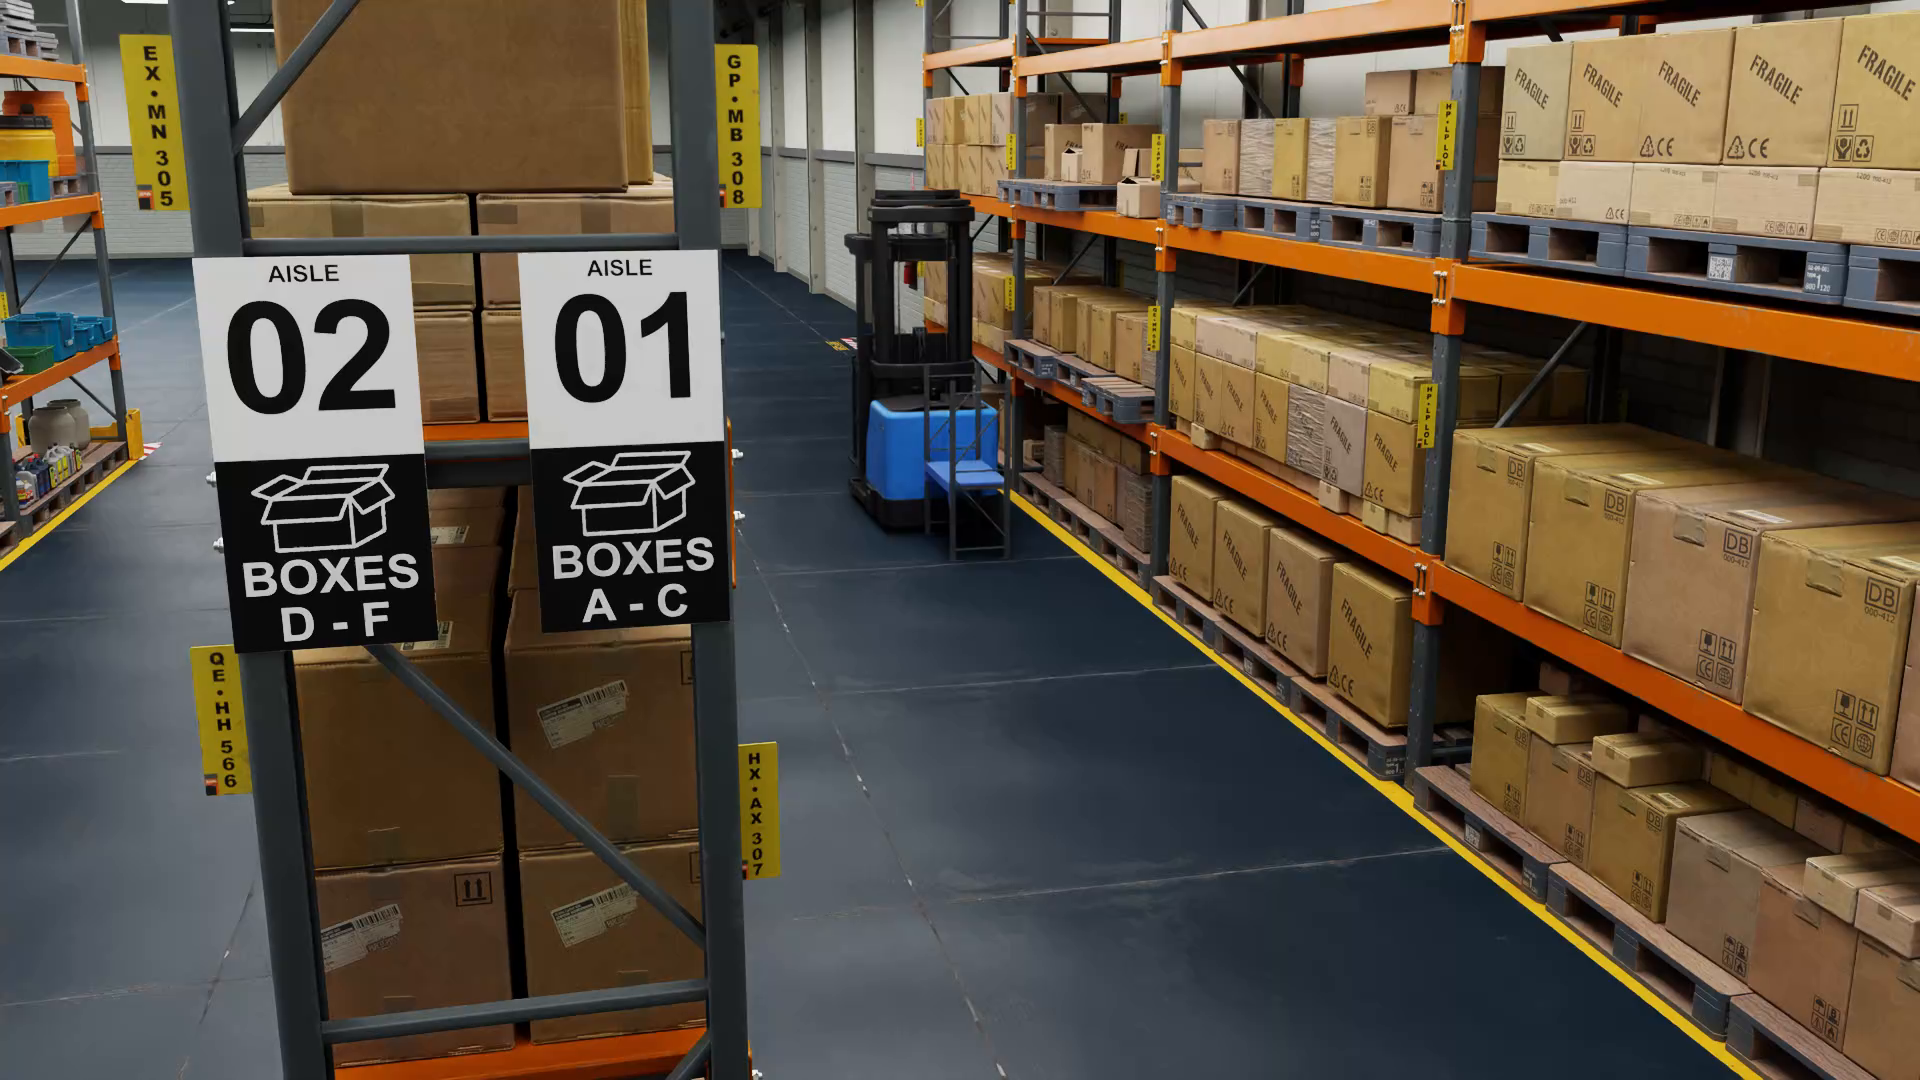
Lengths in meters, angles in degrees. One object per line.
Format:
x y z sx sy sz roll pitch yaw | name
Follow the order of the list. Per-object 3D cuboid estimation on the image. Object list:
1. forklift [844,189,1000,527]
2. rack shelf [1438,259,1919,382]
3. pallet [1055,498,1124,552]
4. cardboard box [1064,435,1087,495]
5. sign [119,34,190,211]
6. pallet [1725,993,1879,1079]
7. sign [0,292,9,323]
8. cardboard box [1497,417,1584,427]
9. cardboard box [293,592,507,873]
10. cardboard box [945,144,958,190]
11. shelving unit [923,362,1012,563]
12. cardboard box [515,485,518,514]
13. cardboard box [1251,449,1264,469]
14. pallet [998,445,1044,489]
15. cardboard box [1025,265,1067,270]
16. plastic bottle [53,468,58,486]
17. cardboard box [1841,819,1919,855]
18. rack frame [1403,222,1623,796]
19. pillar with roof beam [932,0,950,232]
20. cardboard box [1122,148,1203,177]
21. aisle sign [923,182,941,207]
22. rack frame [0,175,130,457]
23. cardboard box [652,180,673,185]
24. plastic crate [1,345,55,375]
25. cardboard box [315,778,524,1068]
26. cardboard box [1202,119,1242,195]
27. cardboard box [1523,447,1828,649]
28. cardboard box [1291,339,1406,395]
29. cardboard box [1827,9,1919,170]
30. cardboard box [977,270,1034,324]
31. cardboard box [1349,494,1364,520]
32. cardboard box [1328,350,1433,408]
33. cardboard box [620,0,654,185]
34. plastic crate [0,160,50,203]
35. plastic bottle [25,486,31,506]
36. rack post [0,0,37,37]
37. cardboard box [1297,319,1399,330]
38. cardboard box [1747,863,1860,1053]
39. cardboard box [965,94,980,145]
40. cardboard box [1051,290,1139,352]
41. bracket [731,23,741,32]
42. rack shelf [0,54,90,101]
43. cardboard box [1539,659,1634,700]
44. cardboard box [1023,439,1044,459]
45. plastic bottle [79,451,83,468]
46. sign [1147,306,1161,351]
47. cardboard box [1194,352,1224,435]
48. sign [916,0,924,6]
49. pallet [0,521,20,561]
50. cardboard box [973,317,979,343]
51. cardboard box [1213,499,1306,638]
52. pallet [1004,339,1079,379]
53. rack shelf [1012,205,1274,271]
-0.478 -1.842 15.790 1.130 2.935 3.031 -3 14 -13 | forklift
3.357 -0.780 6.495 1.077 0.370 4.000 -3 14 -13 | rack shelf
1.483 -0.163 14.651 1.003 0.211 1.213 -3 14 -13 | pallet
1.368 -0.694 15.285 0.700 0.500 0.500 -4 14 -14 | cardboard box
-1.532 -0.795 3.175 0.100 0.325 0.005 -3 14 -13 | sign
3.563 1.963 5.946 1.003 0.211 1.213 -3 14 -13 | pallet
-10.097 -2.455 17.571 0.100 0.325 0.005 -3 14 -13 | sign
3.024 -0.457 9.097 0.500 0.500 0.500 -4 14 -15 | cardboard box
-1.359 0.444 3.971 0.500 0.500 0.500 -3 14 -14 | cardboard box
0.122 -4.081 18.238 0.500 0.500 0.500 -3 14 -11 | cardboard box
0.050 -0.675 14.031 0.538 1.500 1.048 -3 14 -13 | shelving unit
-2.090 -0.267 6.881 0.500 0.500 0.500 -3 14 -12 | cardboard box
2.129 -0.560 10.887 0.380 0.149 0.250 -3 14 -12 | cardboard box
0.816 -0.778 17.166 1.003 0.211 1.213 -3 14 -13 | pallet
0.872 -2.635 17.588 0.500 0.500 0.500 -3 14 -12 | cardboard box
-8.496 -0.601 15.536 0.097 0.201 0.097 0 14 0 | plastic bottle
3.611 1.171 6.328 0.380 0.149 0.250 -3 14 -13 | cardboard box
2.887 -0.134 8.655 1.000 3.000 0.127 -3 14 -13 | rack frame
-4.519 -6.847 23.493 9.100 9.000 0.400 -3 14 -13 | pillar with roof beam
1.734 -2.878 13.306 0.797 0.503 0.637 -1 14 -5 | cardboard box
-0.239 -4.165 19.677 0.394 0.787 0.004 -3 14 -13 | aisle sign
-9.561 -2.350 17.725 1.000 3.000 0.127 -3 14 -13 | rack frame
-0.966 -0.810 4.365 0.500 0.250 0.500 -3 14 -13 | cardboard box
-8.666 -1.653 15.320 0.450 0.188 0.662 -3 14 -13 | plastic crate
-1.357 0.929 4.093 0.500 0.500 0.500 -3 14 -11 | cardboard box
2.115 -2.669 11.575 0.700 0.500 0.500 -4 14 -18 | cardboard box
3.165 0.015 7.413 0.980 0.700 0.700 -4 14 -15 | cardboard box
2.298 -1.031 9.865 0.500 0.250 0.500 -3 14 -12 | cardboard box
3.283 -1.482 5.493 0.500 0.500 0.500 -3 14 -11 | cardboard box
0.474 -2.487 16.981 0.500 0.500 0.500 -3 14 -14 | cardboard box
2.434 -0.203 9.424 0.380 0.149 0.250 -3 14 -11 | cardboard box
2.418 -0.913 9.384 0.500 0.250 0.500 -3 14 -12 | cardboard box
-1.159 -1.163 4.230 0.700 0.500 0.500 -3 14 -13 | cardboard box
-8.820 -3.376 15.639 0.392 0.384 0.575 -3 14 -13 | plastic crate
-8.294 -0.403 14.725 0.097 0.201 0.097 0 14 0 | plastic bottle
-9.075 -4.782 15.200 0.937 0.300 0.954 -4 14 -14 | rack post
2.542 -1.295 10.949 0.500 0.250 0.500 -4 14 -15 | cardboard box
3.448 1.528 6.235 0.700 0.500 0.500 -3 14 -13 | cardboard box
0.355 -4.327 17.137 0.500 0.500 0.500 -4 14 -15 | cardboard box
1.219 -1.993 15.127 0.700 0.500 0.500 -2 14 -7 | cardboard box
-6.219 -14.257 46.238 0.235 0.232 0.430 -3 14 -13 | bracket
-9.091 -4.259 15.258 1.077 0.370 4.000 -3 14 -13 | rack shelf
3.122 0.695 8.277 0.380 0.149 0.250 -3 14 -14 | cardboard box
0.854 -0.938 16.991 0.380 0.166 0.250 -5 15 -21 | cardboard box
-8.703 -0.805 16.371 0.097 0.201 0.097 0 14 0 | plastic bottle
1.423 -1.548 12.171 0.100 0.325 0.005 -3 14 -13 | sign
1.927 -1.012 11.368 0.500 0.500 0.500 -3 14 -11 | cardboard box
-0.458 -6.278 19.030 0.100 0.325 0.005 -3 14 -13 | sign
-8.399 0.106 13.547 1.003 0.211 1.213 -3 14 -13 | pallet
0.361 -2.239 17.546 0.500 0.250 0.500 -3 14 -13 | cardboard box
2.193 0.163 11.084 0.750 0.750 0.750 -3 14 -13 | cardboard box
1.047 -1.702 15.477 1.003 0.211 1.213 -3 14 -13 | pallet
1.478 -2.626 14.050 1.077 0.370 4.000 -3 14 -13 | rack shelf
